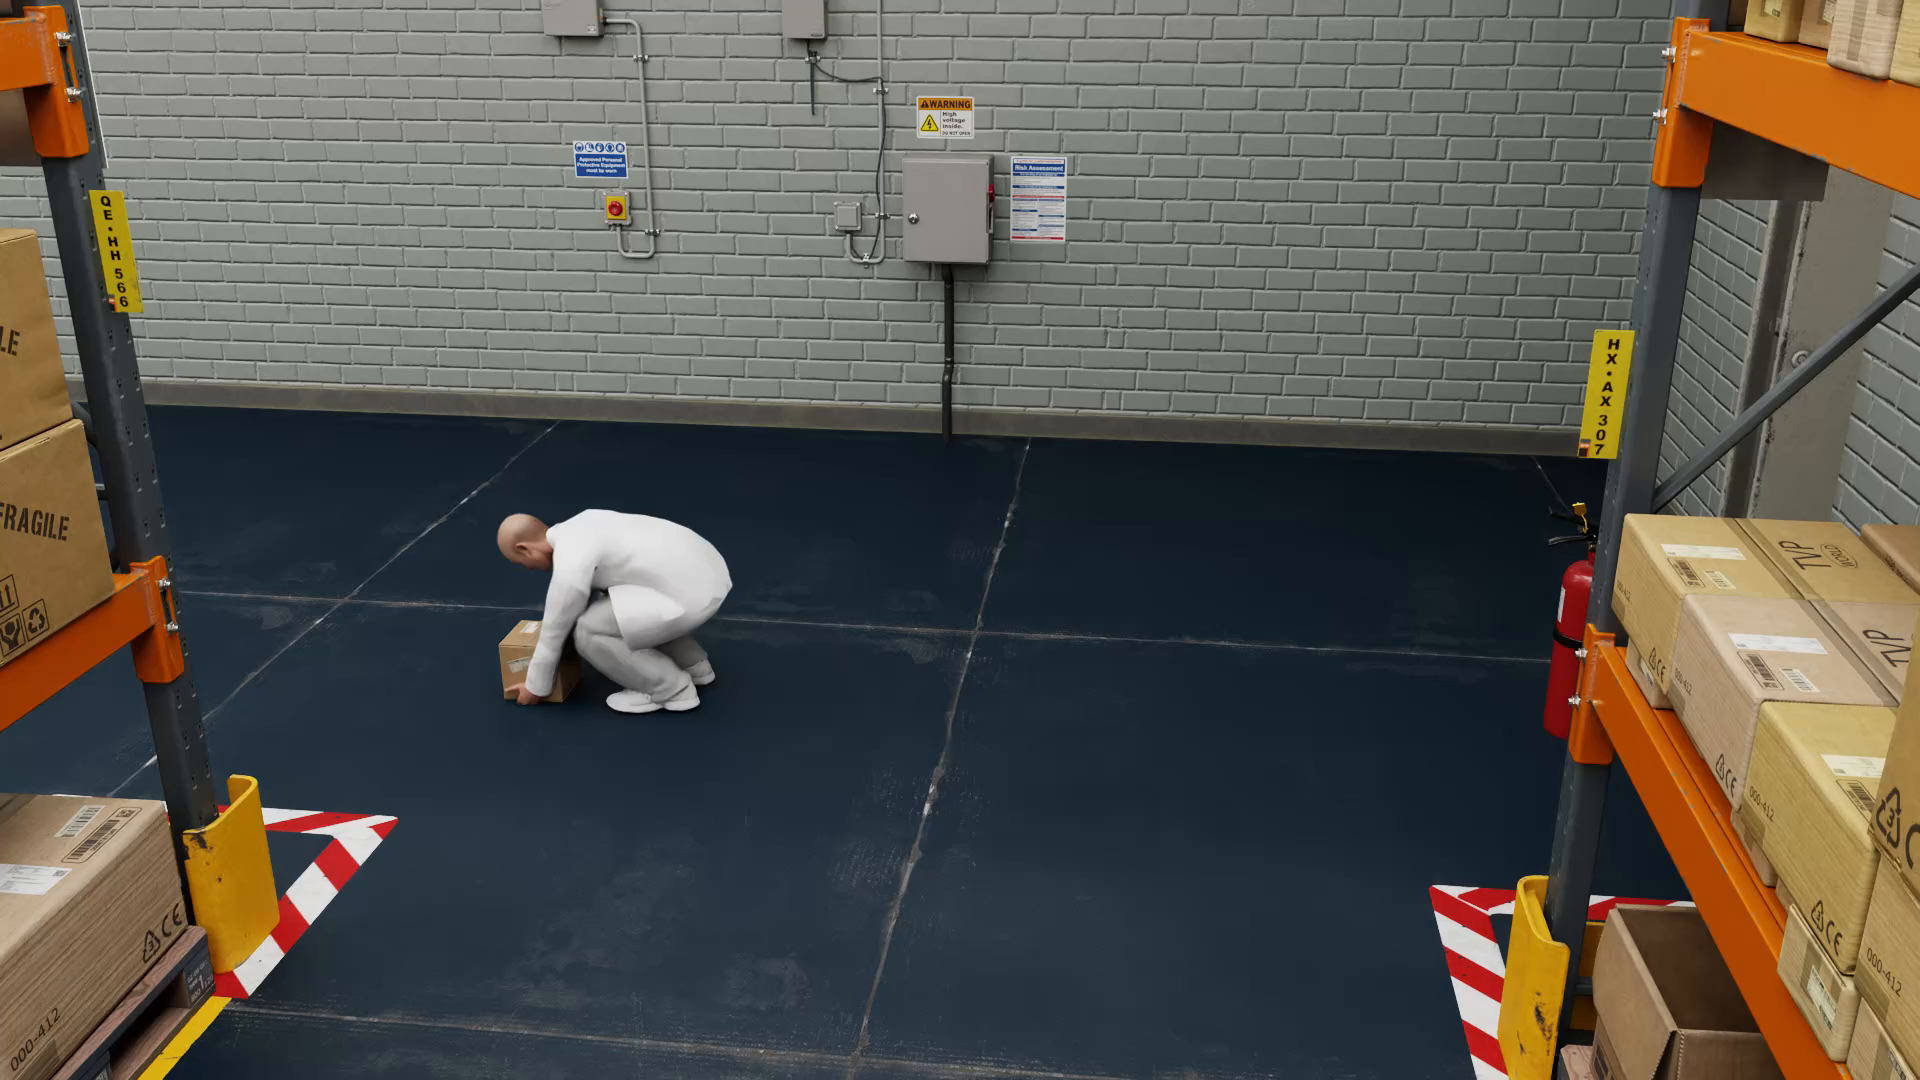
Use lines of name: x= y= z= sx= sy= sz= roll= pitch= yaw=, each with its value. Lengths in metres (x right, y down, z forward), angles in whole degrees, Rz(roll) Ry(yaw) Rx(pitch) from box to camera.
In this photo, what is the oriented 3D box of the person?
person: x=-1.395 y=0.281 z=6.802 sx=0.932 sy=0.829 sz=0.577 roll=2 pitch=21 yaw=5
